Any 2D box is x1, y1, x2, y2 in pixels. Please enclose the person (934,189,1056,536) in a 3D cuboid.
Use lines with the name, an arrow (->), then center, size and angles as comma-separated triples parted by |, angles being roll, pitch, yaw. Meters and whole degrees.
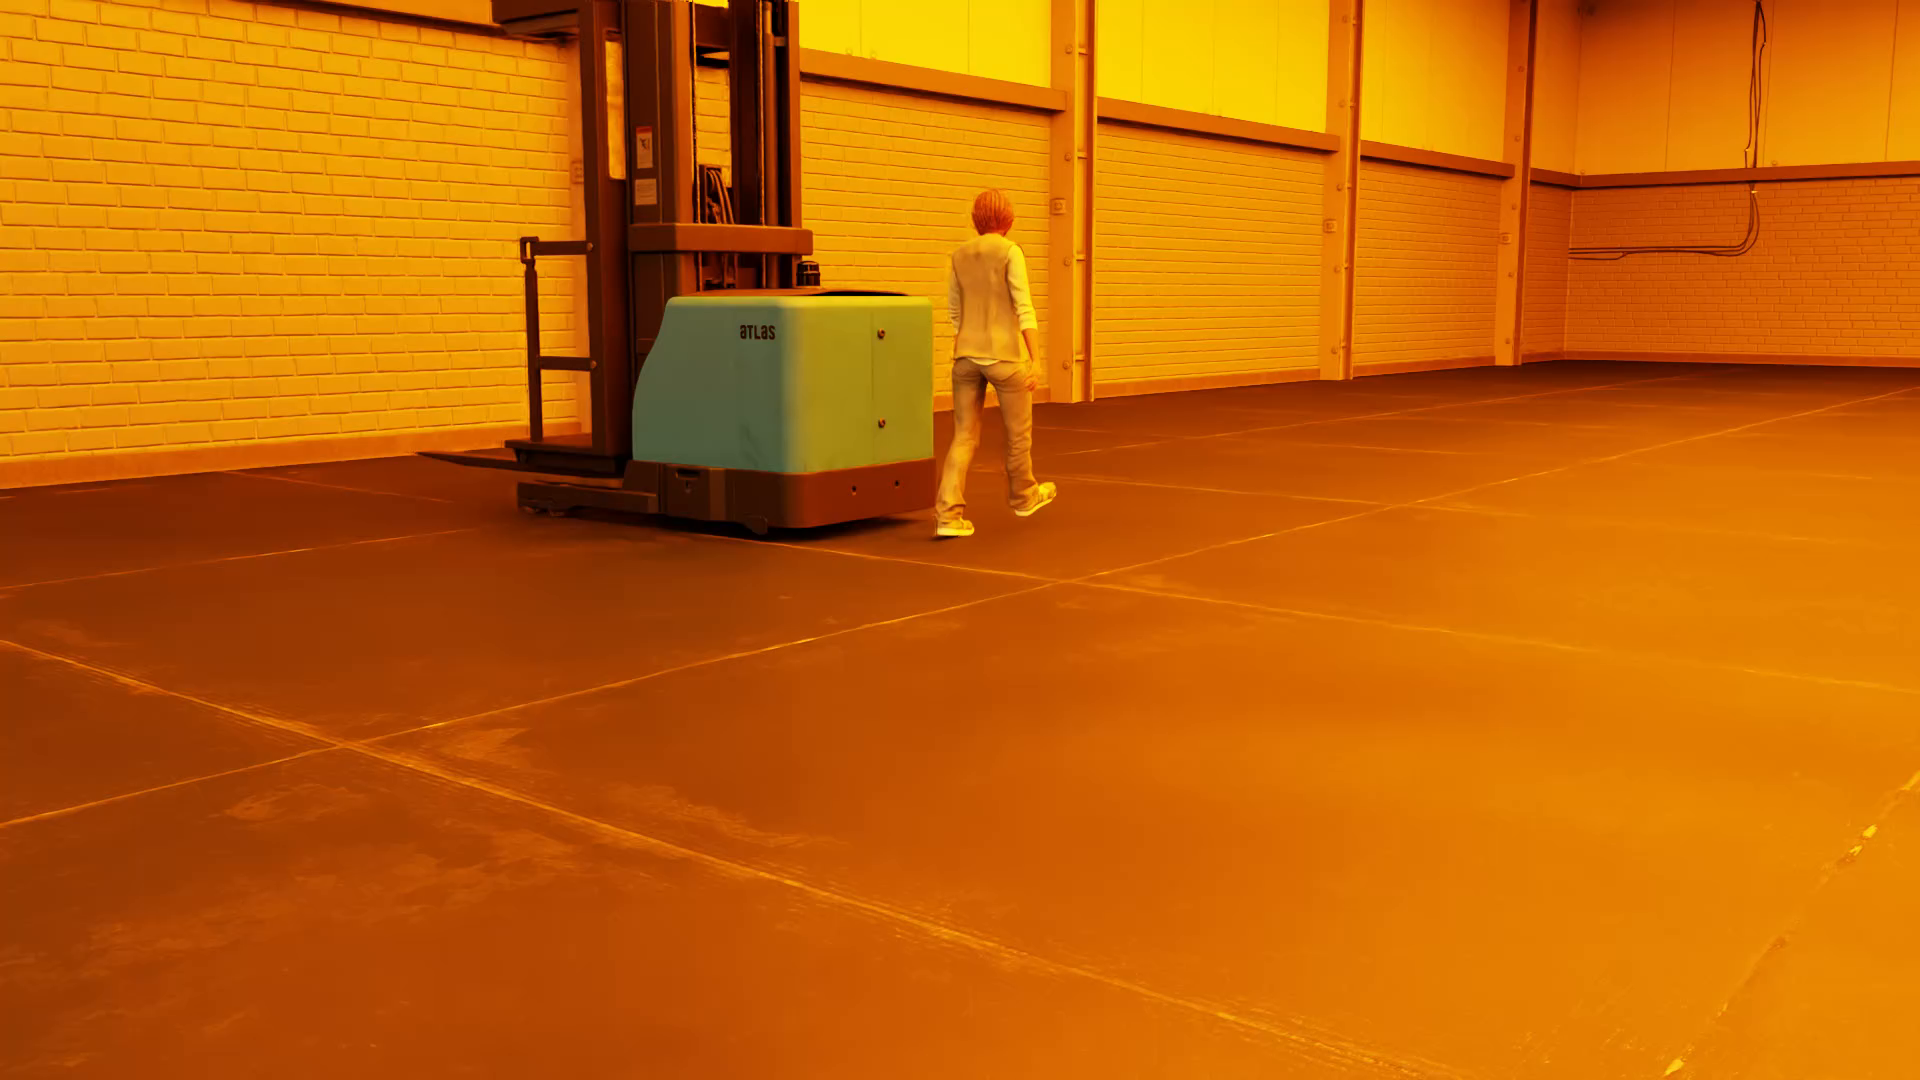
person -> 0.195, -0.802, 7.597 | 0.596, 1.541, 0.838 | 5, 10, 32

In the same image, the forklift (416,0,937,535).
forklift -> -1.591, -1.617, 8.331 | 3.031, 2.935, 1.130 | 6, 10, 37
